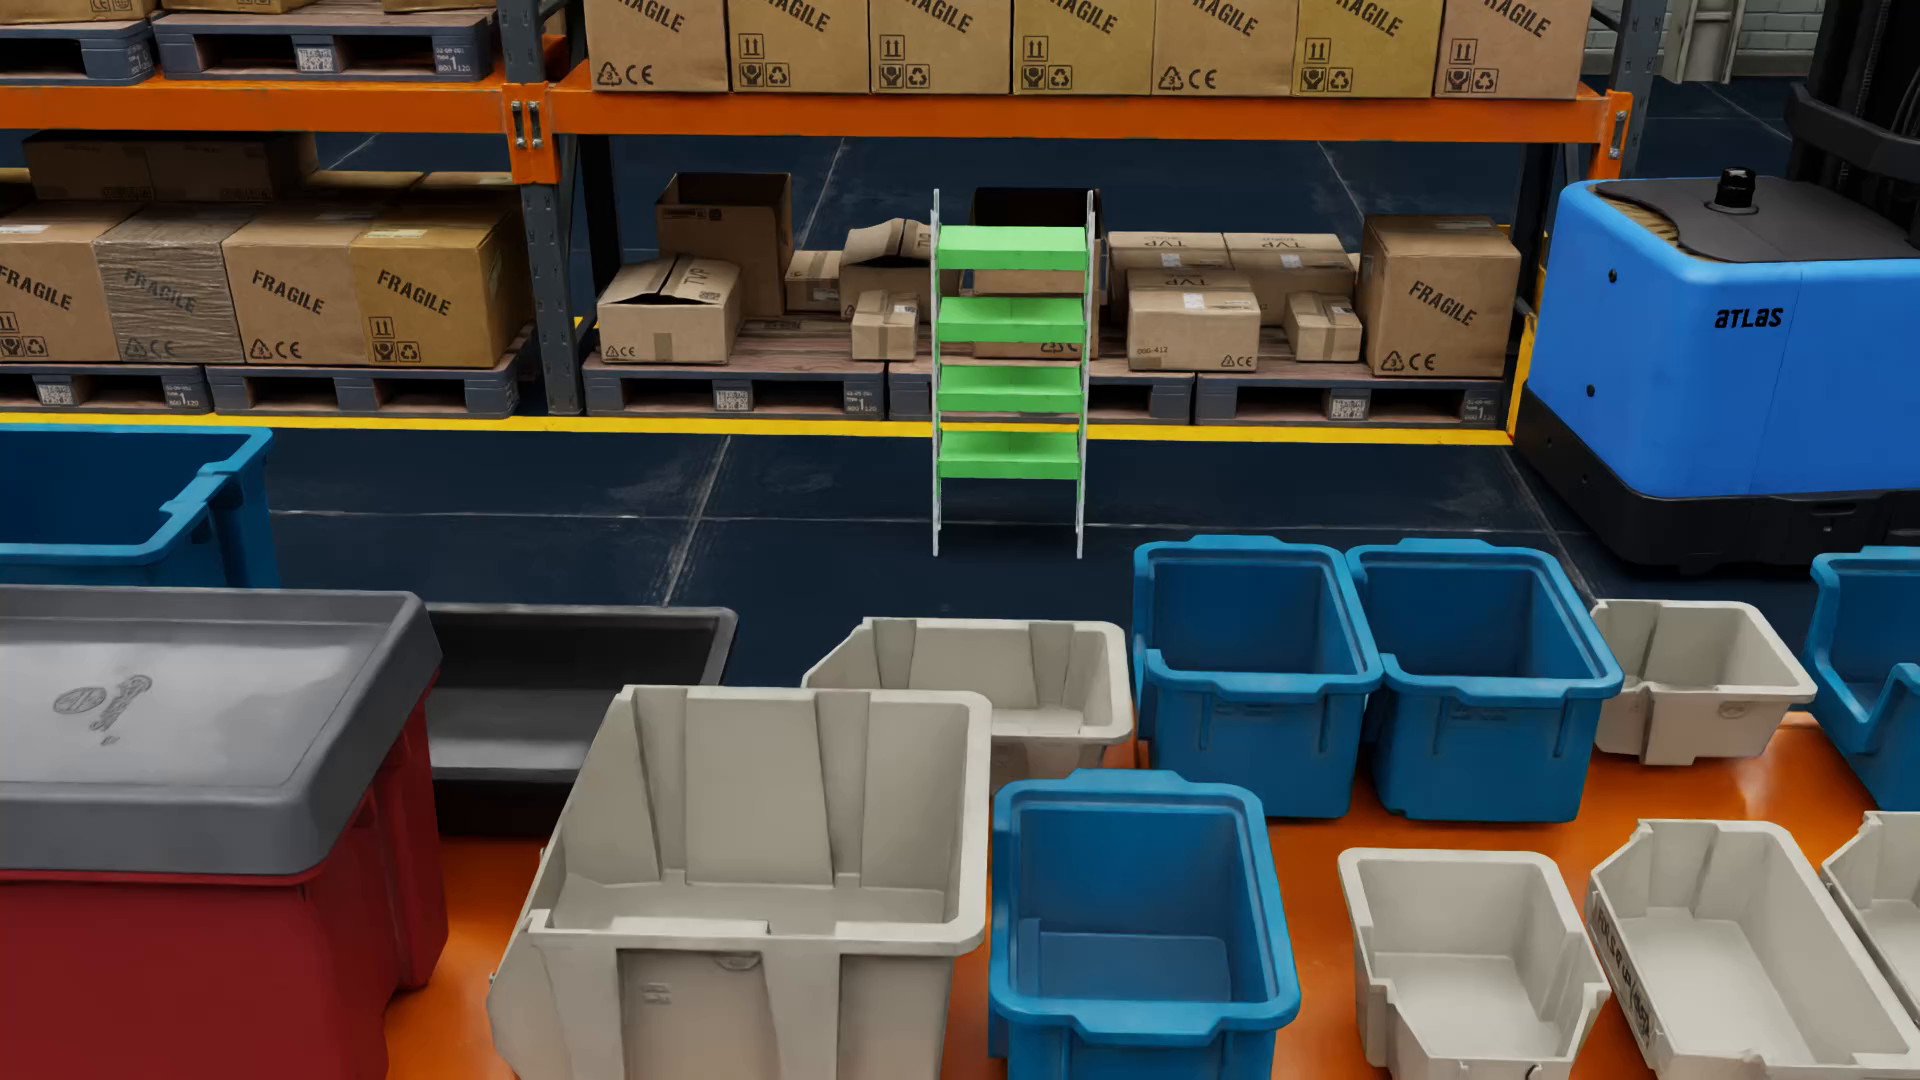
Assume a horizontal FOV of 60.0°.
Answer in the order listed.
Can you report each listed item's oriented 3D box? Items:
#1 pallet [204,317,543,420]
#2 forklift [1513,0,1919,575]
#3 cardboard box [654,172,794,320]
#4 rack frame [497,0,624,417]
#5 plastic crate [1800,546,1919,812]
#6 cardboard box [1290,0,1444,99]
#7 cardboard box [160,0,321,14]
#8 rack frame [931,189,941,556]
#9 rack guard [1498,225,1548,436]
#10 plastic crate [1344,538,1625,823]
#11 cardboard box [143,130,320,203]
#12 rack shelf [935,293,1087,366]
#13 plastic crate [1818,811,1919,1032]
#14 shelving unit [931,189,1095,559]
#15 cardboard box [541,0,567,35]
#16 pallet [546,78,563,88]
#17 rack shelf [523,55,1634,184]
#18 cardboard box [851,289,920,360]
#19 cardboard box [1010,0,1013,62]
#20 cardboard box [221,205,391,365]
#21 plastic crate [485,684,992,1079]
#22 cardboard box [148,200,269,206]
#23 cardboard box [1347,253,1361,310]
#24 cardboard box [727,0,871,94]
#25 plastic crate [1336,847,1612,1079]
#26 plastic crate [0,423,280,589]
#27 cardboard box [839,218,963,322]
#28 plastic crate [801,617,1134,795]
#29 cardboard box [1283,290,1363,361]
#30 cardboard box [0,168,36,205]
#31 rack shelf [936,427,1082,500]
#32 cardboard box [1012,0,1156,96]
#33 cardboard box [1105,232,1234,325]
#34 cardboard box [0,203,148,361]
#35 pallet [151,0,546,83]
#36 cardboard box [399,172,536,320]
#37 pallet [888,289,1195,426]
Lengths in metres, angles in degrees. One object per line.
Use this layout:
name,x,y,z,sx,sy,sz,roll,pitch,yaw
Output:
pallet,-2.389,-0.818,7.067,1.213,0.211,1.003,1,28,2
forklift,3.635,-1.452,5.360,3.031,2.935,1.130,-2,28,-5
cardboard box,-0.996,-1.267,7.137,0.500,0.500,0.500,1,28,2
rack frame,-1.575,-2.054,6.422,0.127,3.000,1.000,1,28,2
plastic crate,1.351,0.209,2.268,0.300,0.233,0.416,1,28,2
cardboard box,1.447,-1.919,6.061,0.500,0.500,0.500,1,28,2
cardboard box,-2.730,-2.378,6.478,0.500,0.500,0.700,5,28,10
rack frame,-0.078,-0.531,5.471,0.015,1.200,0.240,1,28,2
rack guard,2.347,-0.885,6.885,0.348,0.500,1.175,1,28,2
plastic crate,0.693,0.198,2.289,0.300,0.233,0.416,1,28,2
cardboard box,-3.049,-1.614,6.991,0.500,0.250,0.500,1,28,2
rack shelf,0.165,-0.683,5.381,0.480,0.148,0.258,1,28,2
plastic crate,1.133,0.480,1.859,0.243,0.136,0.396,1,28,2
shelving unit,0.165,-0.527,5.464,0.503,1.200,0.258,1,28,2
cardboard box,-2.947,-3.572,11.132,0.750,0.750,0.750,2,28,3
pallet,-2.178,-3.118,11.407,1.213,0.211,1.003,1,28,2
rack shelf,0.424,-1.703,6.528,4.000,0.370,1.077,1,28,2
cardboard box,-0.298,-0.879,6.761,0.250,0.166,0.380,1,28,2
cardboard box,-0.038,-2.195,6.581,0.500,0.500,0.500,2,28,3
cardboard box,-2.572,-1.030,6.690,0.500,0.500,0.500,1,28,2
plastic crate,-0.234,0.402,1.852,0.530,0.282,0.437,1,28,2
cardboard box,-3.082,-1.282,7.164,0.500,0.500,0.500,1,28,2
cardboard box,1.766,-1.102,7.182,0.250,0.166,0.380,1,28,2
cardboard box,-0.563,-1.955,6.129,0.500,0.500,0.500,1,28,3
plastic crate,0.558,0.491,1.839,0.250,0.136,0.298,1,28,2
plastic crate,-1.275,0.093,2.325,0.575,0.384,0.392,1,28,2
cardboard box,-0.246,-1.171,7.158,0.500,0.311,0.500,1,28,2
plastic crate,-0.003,0.242,2.308,0.466,0.136,0.293,1,28,2
cardboard box,1.469,-0.873,6.750,0.250,0.166,0.380,1,28,2
cardboard box,-4.112,-1.296,7.191,0.500,0.500,0.500,0,28,0
rack shelf,0.165,-0.259,5.606,0.480,0.148,0.258,1,28,2
cardboard box,0.445,-1.938,6.097,0.500,0.500,0.500,1,28,1
cardboard box,0.890,-1.126,7.137,0.500,0.250,0.500,1,28,2
cardboard box,-3.581,-1.046,6.720,0.500,0.500,0.500,0,28,0
pallet,-2.370,-2.034,6.589,1.213,0.211,1.003,1,28,2
cardboard box,-2.050,-1.266,7.135,0.500,0.500,0.500,0,28,-1
pallet,0.334,-0.791,7.018,1.213,0.211,1.003,1,28,2
